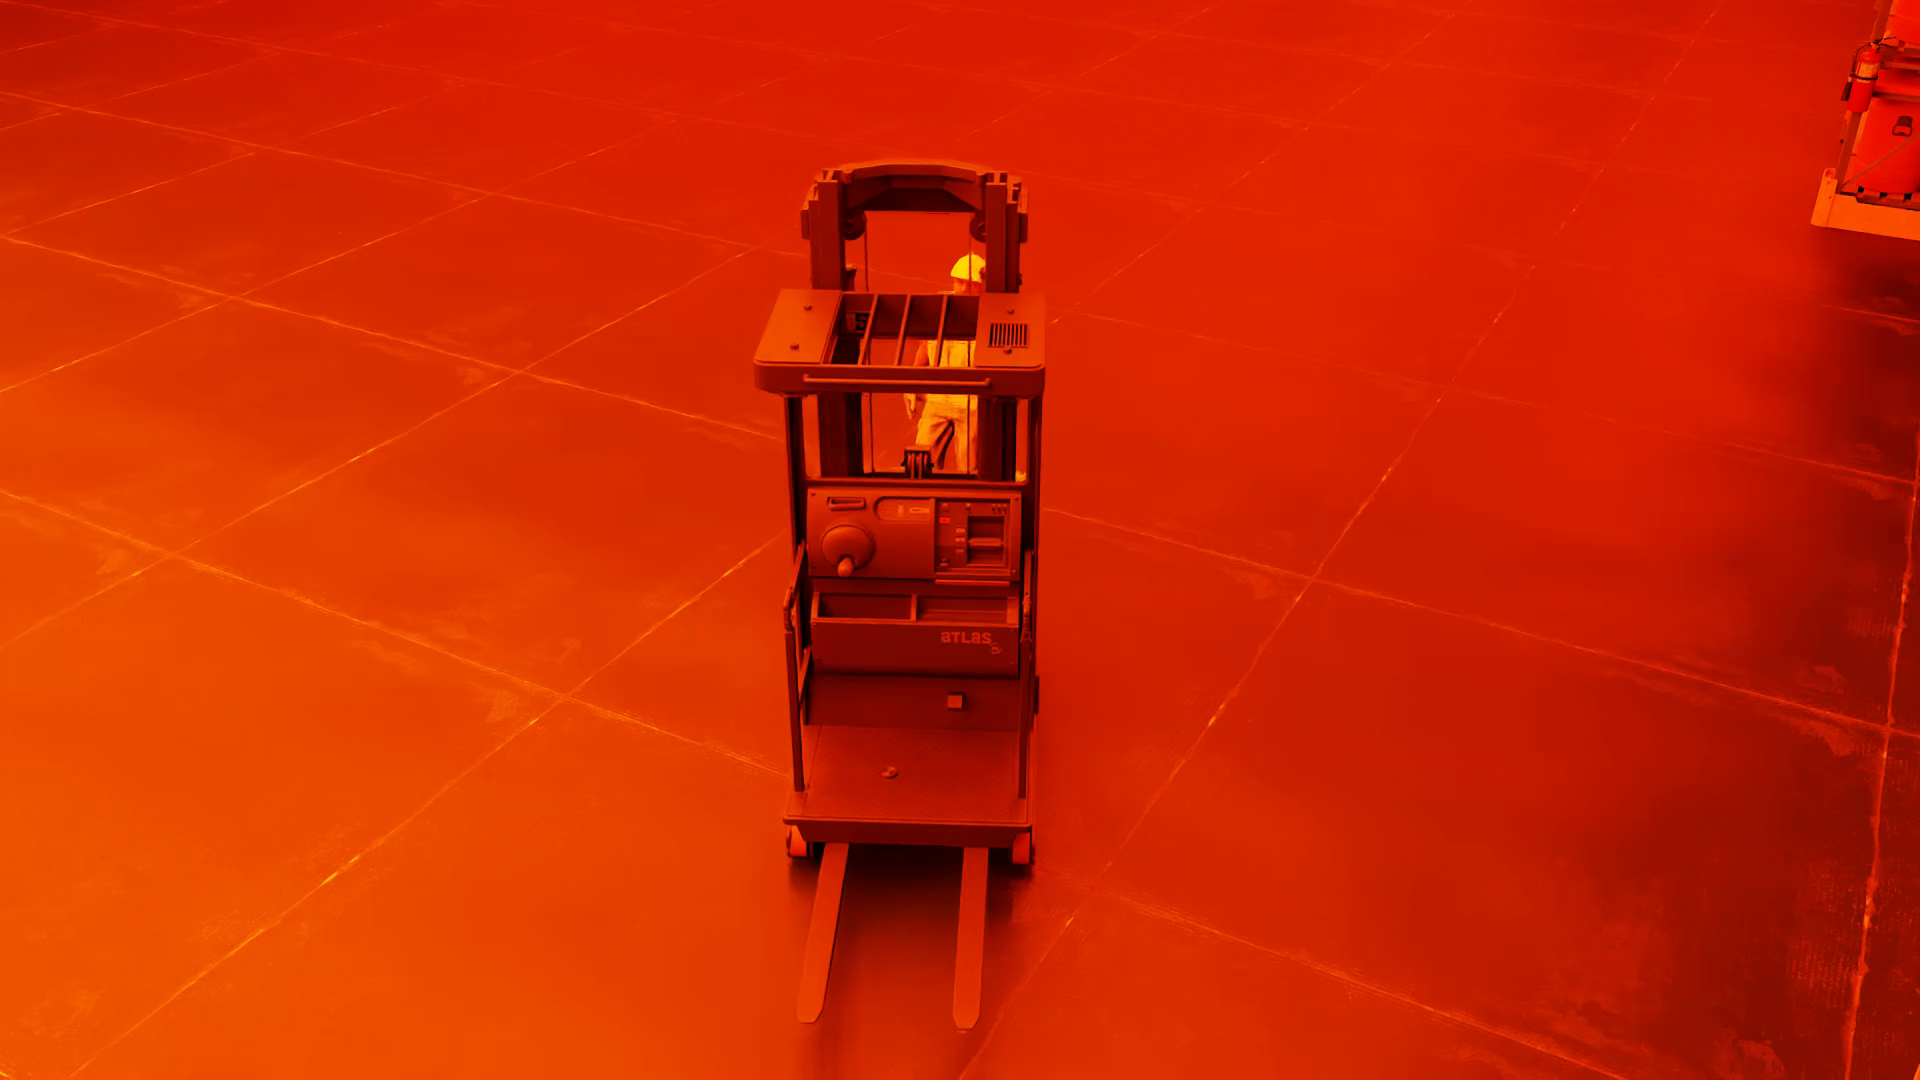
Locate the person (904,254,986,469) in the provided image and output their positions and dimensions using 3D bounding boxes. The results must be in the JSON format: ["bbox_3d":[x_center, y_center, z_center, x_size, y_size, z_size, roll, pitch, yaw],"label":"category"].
[{"bbox_3d":[-0.042,-0.749,9.502,0.657,1.785,0.575,15,33,25],"label":"person"}]

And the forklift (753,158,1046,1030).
[{"bbox_3d":[-0.207,0.022,7.032,1.130,2.935,3.031,1,30,2],"label":"forklift"}]
